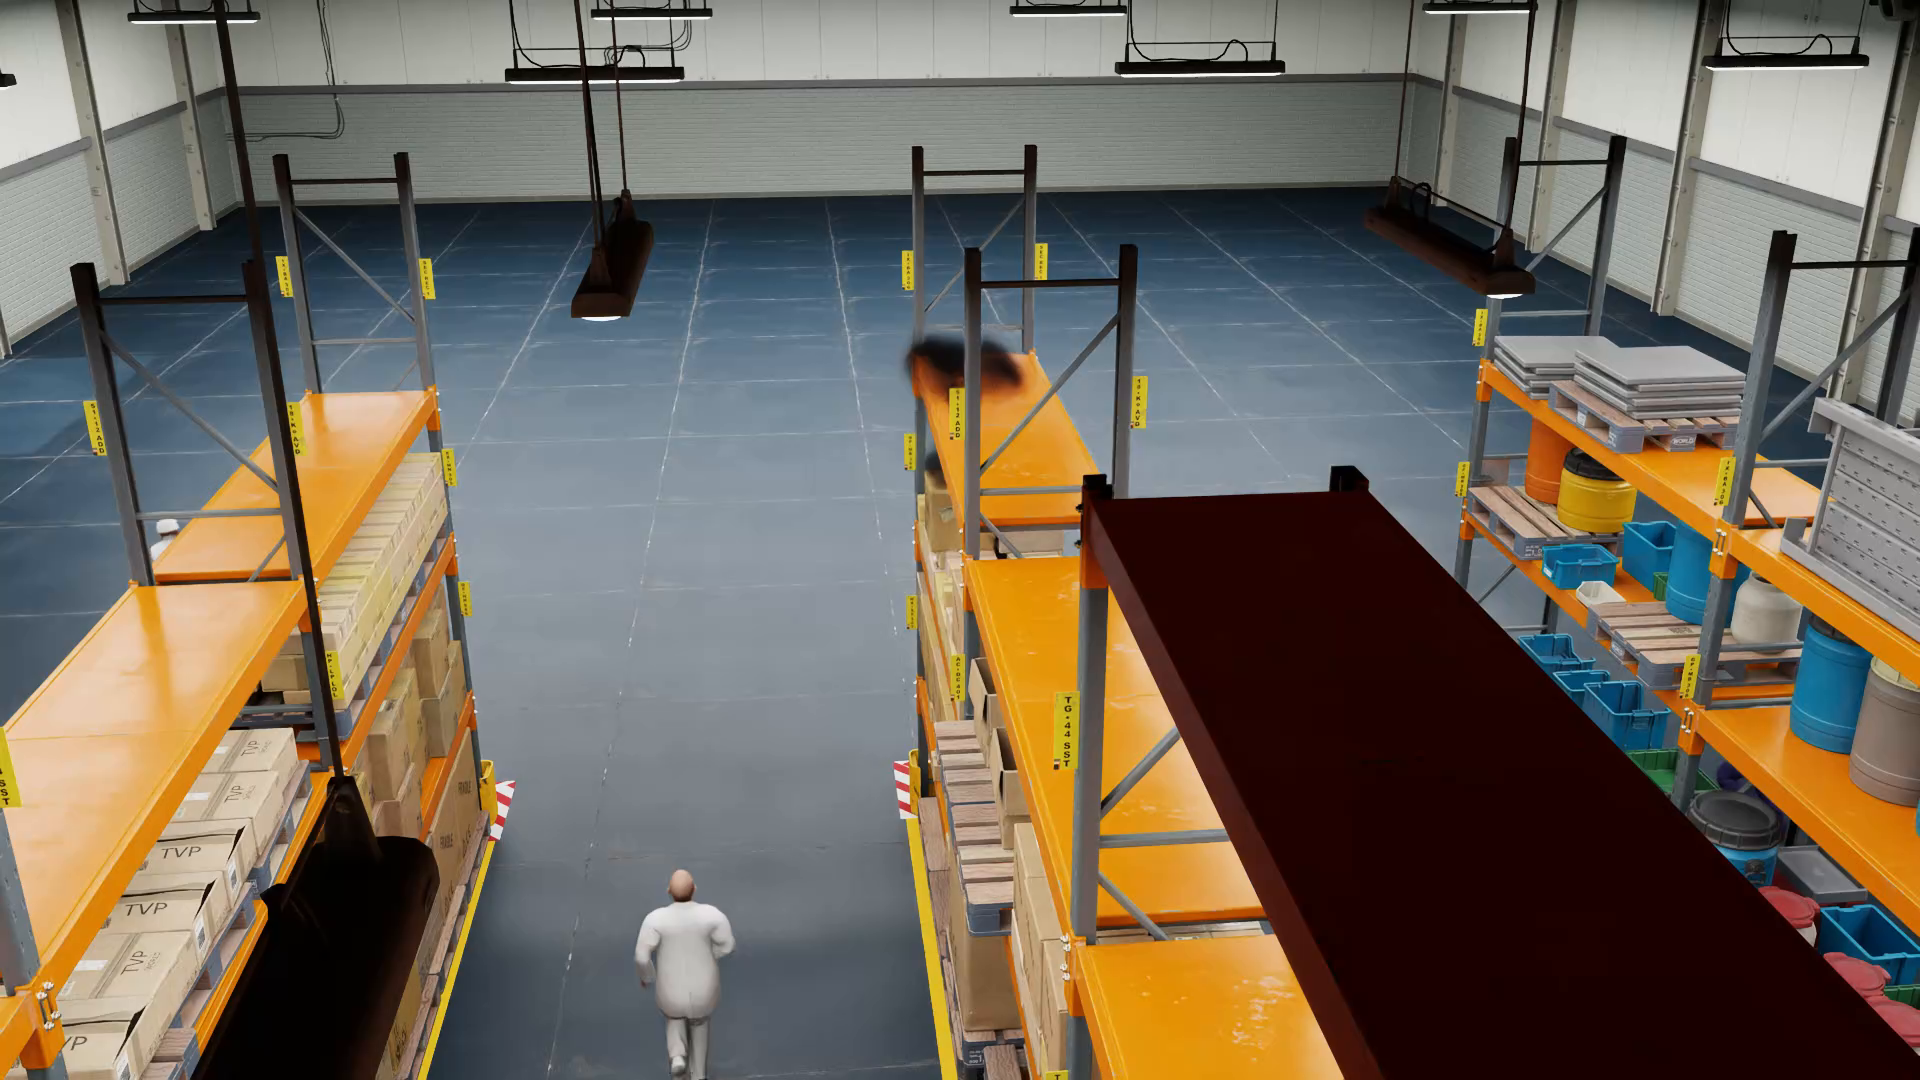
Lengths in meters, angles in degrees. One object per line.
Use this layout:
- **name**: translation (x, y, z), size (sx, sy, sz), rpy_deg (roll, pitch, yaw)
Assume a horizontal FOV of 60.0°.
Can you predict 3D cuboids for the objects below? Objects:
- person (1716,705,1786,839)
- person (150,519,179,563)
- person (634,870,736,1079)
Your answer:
- **person**: translation (7.099, 1.850, 14.870), size (0.608, 1.540, 0.817), rpy_deg (-15, 26, -33)
- **person**: translation (-8.479, 0.557, 18.122), size (0.661, 1.537, 0.987), rpy_deg (-7, 23, -17)
- **person**: translation (-1.901, 3.065, 11.574), size (0.699, 1.724, 0.652), rpy_deg (-5, 22, -13)
